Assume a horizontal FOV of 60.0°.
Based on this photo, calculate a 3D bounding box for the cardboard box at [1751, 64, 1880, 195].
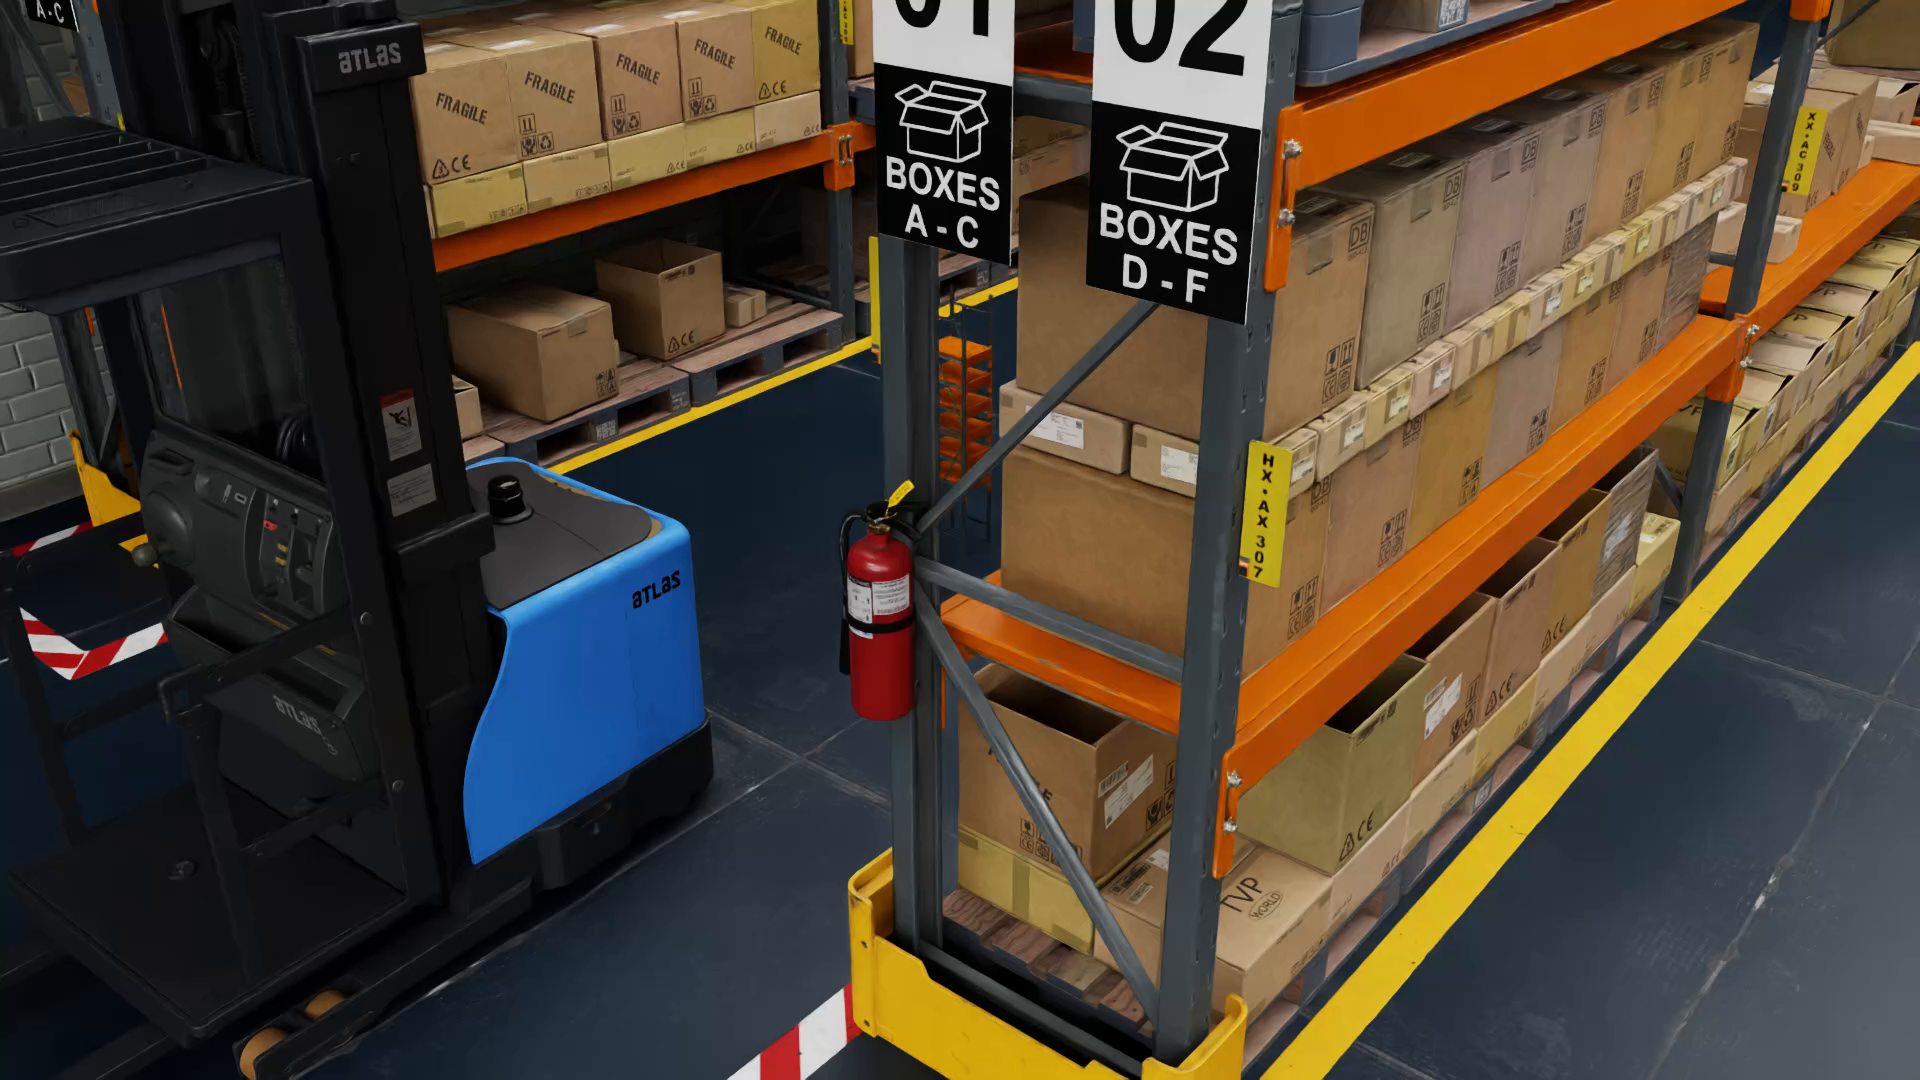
[{"bbox_3d":[4.262,-2.079,8.396,0.500,0.500,0.500,19,33,32],"label":"cardboard box"}]

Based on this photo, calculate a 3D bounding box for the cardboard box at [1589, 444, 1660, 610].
[{"bbox_3d":[2.319,-0.113,6.423,0.500,0.500,0.500,21,34,34],"label":"cardboard box"}]

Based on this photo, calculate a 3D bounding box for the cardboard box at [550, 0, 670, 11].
[{"bbox_3d":[-1.845,-2.650,8.934,0.500,0.500,0.500,21,34,34],"label":"cardboard box"}]

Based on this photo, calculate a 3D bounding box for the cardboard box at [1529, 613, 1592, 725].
[{"bbox_3d":[2.014,0.402,6.243,0.500,0.250,0.500,21,34,34],"label":"cardboard box"}]

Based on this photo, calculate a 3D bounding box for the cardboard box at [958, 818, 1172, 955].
[{"bbox_3d":[0.341,0.960,5.165,0.500,0.250,0.500,21,34,34],"label":"cardboard box"}]

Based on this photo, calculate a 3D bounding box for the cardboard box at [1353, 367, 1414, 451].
[{"bbox_3d":[0.969,-0.390,4.424,0.380,0.149,0.250,21,34,35],"label":"cardboard box"}]

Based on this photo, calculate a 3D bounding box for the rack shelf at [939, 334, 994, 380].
[{"bbox_3d":[-0.009,-0.808,7.319,0.258,0.103,0.180,21,34,34],"label":"rack shelf"}]

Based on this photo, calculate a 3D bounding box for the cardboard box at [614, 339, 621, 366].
[{"bbox_3d":[-2.085,-1.031,9.102,0.380,0.149,0.250,18,32,30],"label":"cardboard box"}]

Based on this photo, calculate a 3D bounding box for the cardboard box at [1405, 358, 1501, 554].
[{"bbox_3d":[1.185,-0.367,5.085,0.700,0.500,0.500,21,34,35],"label":"cardboard box"}]

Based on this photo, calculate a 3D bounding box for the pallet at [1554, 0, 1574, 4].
[{"bbox_3d":[1.473,-1.769,4.737,1.003,0.211,1.213,21,34,34],"label":"pallet"}]

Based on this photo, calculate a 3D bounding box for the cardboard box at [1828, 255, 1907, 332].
[{"bbox_3d":[4.848,-1.405,9.127,0.500,0.311,0.500,20,34,34],"label":"cardboard box"}]

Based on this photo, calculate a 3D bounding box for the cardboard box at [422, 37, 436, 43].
[{"bbox_3d":[-2.808,-2.110,7.889,0.500,0.500,0.500,20,33,33],"label":"cardboard box"}]

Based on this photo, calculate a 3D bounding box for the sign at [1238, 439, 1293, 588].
[{"bbox_3d":[0.652,-0.054,3.561,0.100,0.325,0.005,21,34,34],"label":"sign"}]

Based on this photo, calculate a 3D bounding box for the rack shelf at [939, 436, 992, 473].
[{"bbox_3d":[-0.009,-0.382,7.540,0.258,0.103,0.180,21,34,34],"label":"rack shelf"}]

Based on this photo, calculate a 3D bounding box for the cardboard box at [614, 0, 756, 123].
[{"bbox_3d":[-1.428,-2.502,8.647,0.500,0.500,0.500,21,34,34],"label":"cardboard box"}]

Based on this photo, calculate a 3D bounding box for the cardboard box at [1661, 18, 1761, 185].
[{"bbox_3d":[2.495,-1.678,6.208,0.700,0.500,0.500,21,34,35],"label":"cardboard box"}]

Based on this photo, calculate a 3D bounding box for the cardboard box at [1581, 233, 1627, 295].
[{"bbox_3d":[1.956,-0.940,5.488,0.380,0.149,0.250,22,34,36],"label":"cardboard box"}]

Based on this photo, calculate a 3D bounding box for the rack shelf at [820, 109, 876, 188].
[{"bbox_3d":[0.220,-3.053,11.169,1.077,0.370,4.000,21,34,34],"label":"rack shelf"}]

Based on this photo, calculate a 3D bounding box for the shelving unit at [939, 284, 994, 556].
[{"bbox_3d":[-0.009,-0.528,7.464,0.258,1.200,0.189,21,34,34],"label":"shelving unit"}]

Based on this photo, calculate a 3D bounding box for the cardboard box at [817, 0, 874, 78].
[{"bbox_3d":[-0.703,-3.073,9.839,0.700,0.500,0.500,21,34,35],"label":"cardboard box"}]

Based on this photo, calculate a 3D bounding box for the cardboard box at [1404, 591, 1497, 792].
[{"bbox_3d":[1.365,0.419,5.394,0.500,0.500,0.500,21,34,34],"label":"cardboard box"}]

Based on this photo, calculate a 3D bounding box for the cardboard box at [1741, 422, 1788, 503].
[{"bbox_3d":[3.546,-0.433,7.858,0.500,0.250,0.500,22,34,36],"label":"cardboard box"}]

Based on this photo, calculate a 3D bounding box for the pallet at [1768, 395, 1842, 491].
[{"bbox_3d":[3.987,-0.685,8.845,1.003,0.211,1.213,21,34,34],"label":"pallet"}]

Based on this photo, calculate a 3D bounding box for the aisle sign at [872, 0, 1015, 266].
[{"bbox_3d":[-0.040,-1.016,3.619,0.394,0.787,0.004,21,34,34],"label":"aisle sign"}]

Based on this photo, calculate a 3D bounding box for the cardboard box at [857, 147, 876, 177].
[{"bbox_3d":[-0.320,-2.504,10.752,0.500,0.250,0.500,20,33,33],"label":"cardboard box"}]

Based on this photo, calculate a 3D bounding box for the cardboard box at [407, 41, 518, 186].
[{"bbox_3d":[-2.406,-1.955,7.590,0.500,0.500,0.500,19,33,33],"label":"cardboard box"}]

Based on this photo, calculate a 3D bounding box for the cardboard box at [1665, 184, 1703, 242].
[{"bbox_3d":[2.441,-1.209,6.008,0.380,0.149,0.250,20,33,33],"label":"cardboard box"}]

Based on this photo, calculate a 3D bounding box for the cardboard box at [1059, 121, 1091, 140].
[{"bbox_3d":[0.663,-3.045,11.797,0.500,0.250,0.500,21,34,35],"label":"cardboard box"}]

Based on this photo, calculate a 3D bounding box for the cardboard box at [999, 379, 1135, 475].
[{"bbox_3d":[0.324,-0.322,4.293,0.380,0.149,0.250,20,33,34],"label":"cardboard box"}]

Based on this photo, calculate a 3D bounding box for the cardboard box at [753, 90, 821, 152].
[{"bbox_3d":[-1.120,-2.349,9.167,0.500,0.250,0.500,21,34,35],"label":"cardboard box"}]

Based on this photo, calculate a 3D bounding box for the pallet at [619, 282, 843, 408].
[{"bbox_3d":[-1.452,-1.176,9.794,1.003,0.211,1.213,21,34,34],"label":"pallet"}]

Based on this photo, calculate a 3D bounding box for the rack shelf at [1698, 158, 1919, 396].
[{"bbox_3d":[4.044,-1.606,8.373,1.077,0.370,4.000,21,34,34],"label":"rack shelf"}]

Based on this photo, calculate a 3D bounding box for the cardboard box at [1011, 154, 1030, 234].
[{"bbox_3d":[0.048,-2.381,11.330,0.700,0.500,0.500,21,34,35],"label":"cardboard box"}]

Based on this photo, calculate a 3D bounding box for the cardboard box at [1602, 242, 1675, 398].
[{"bbox_3d":[2.164,-0.913,6.141,0.700,0.500,0.500,20,34,34],"label":"cardboard box"}]

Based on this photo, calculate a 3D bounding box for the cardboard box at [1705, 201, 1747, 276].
[{"bbox_3d":[3.052,-1.337,7.234,0.500,0.250,0.500,23,35,37],"label":"cardboard box"}]

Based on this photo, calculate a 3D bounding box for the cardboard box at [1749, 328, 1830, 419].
[{"bbox_3d":[3.878,-0.864,8.082,0.500,0.311,0.500,19,33,33],"label":"cardboard box"}]

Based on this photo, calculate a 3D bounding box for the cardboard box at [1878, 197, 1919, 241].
[{"bbox_3d":[5.827,-1.798,10.202,0.500,0.500,0.500,22,35,36],"label":"cardboard box"}]

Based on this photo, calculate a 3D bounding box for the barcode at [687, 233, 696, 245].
[{"bbox_3d":[-1.581,-1.769,9.798,0.001,0.075,0.075,21,34,34],"label":"barcode"}]

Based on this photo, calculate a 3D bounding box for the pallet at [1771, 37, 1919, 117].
[{"bbox_3d":[5.693,-2.810,10.127,1.213,0.211,1.003,21,34,34],"label":"pallet"}]

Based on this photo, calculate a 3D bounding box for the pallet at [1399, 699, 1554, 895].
[{"bbox_3d":[1.458,0.726,6.117,1.003,0.211,1.213,21,34,34],"label":"pallet"}]

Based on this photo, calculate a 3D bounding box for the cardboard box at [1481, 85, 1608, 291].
[{"bbox_3d":[1.537,-1.144,5.176,0.700,0.500,0.500,21,34,34],"label":"cardboard box"}]

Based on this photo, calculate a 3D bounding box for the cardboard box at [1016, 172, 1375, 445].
[{"bbox_3d":[0.568,-0.600,4.124,0.700,0.500,0.500,21,34,35],"label":"cardboard box"}]

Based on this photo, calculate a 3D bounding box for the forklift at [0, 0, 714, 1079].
[{"bbox_3d":[-2.179,0.000,4.559,1.130,2.935,3.031,19,33,33],"label":"forklift"}]

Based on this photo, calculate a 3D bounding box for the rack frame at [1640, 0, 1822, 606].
[{"bbox_3d":[2.772,-1.217,6.837,1.000,3.000,0.127,21,34,34],"label":"rack frame"}]

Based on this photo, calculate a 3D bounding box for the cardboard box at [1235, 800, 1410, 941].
[{"bbox_3d":[1.056,0.933,5.218,0.500,0.250,0.500,21,34,34],"label":"cardboard box"}]

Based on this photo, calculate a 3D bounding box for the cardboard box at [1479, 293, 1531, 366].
[{"bbox_3d":[1.461,-0.664,4.955,0.380,0.149,0.250,20,34,34],"label":"cardboard box"}]

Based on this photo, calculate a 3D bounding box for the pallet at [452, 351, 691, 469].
[{"bbox_3d":[-2.228,-0.742,8.954,1.003,0.211,1.213,21,34,34],"label":"pallet"}]

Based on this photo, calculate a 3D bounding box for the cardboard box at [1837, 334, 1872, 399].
[{"bbox_3d":[4.523,-0.981,8.917,0.500,0.250,0.500,22,34,36],"label":"cardboard box"}]

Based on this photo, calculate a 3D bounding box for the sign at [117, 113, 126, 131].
[{"bbox_3d":[-3.178,-1.471,6.386,0.100,0.325,0.005,21,34,34],"label":"sign"}]

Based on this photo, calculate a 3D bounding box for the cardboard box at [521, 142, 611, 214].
[{"bbox_3d":[-2.070,-1.813,8.132,0.500,0.250,0.500,21,34,35],"label":"cardboard box"}]

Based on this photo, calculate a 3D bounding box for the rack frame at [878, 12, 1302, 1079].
[{"bbox_3d":[0.228,0.202,4.096,1.000,3.000,0.127,21,34,34],"label":"rack frame"}]

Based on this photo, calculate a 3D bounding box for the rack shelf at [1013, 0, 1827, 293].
[{"bbox_3d":[1.500,-1.520,4.942,1.077,0.370,4.000,21,34,34],"label":"rack shelf"}]
